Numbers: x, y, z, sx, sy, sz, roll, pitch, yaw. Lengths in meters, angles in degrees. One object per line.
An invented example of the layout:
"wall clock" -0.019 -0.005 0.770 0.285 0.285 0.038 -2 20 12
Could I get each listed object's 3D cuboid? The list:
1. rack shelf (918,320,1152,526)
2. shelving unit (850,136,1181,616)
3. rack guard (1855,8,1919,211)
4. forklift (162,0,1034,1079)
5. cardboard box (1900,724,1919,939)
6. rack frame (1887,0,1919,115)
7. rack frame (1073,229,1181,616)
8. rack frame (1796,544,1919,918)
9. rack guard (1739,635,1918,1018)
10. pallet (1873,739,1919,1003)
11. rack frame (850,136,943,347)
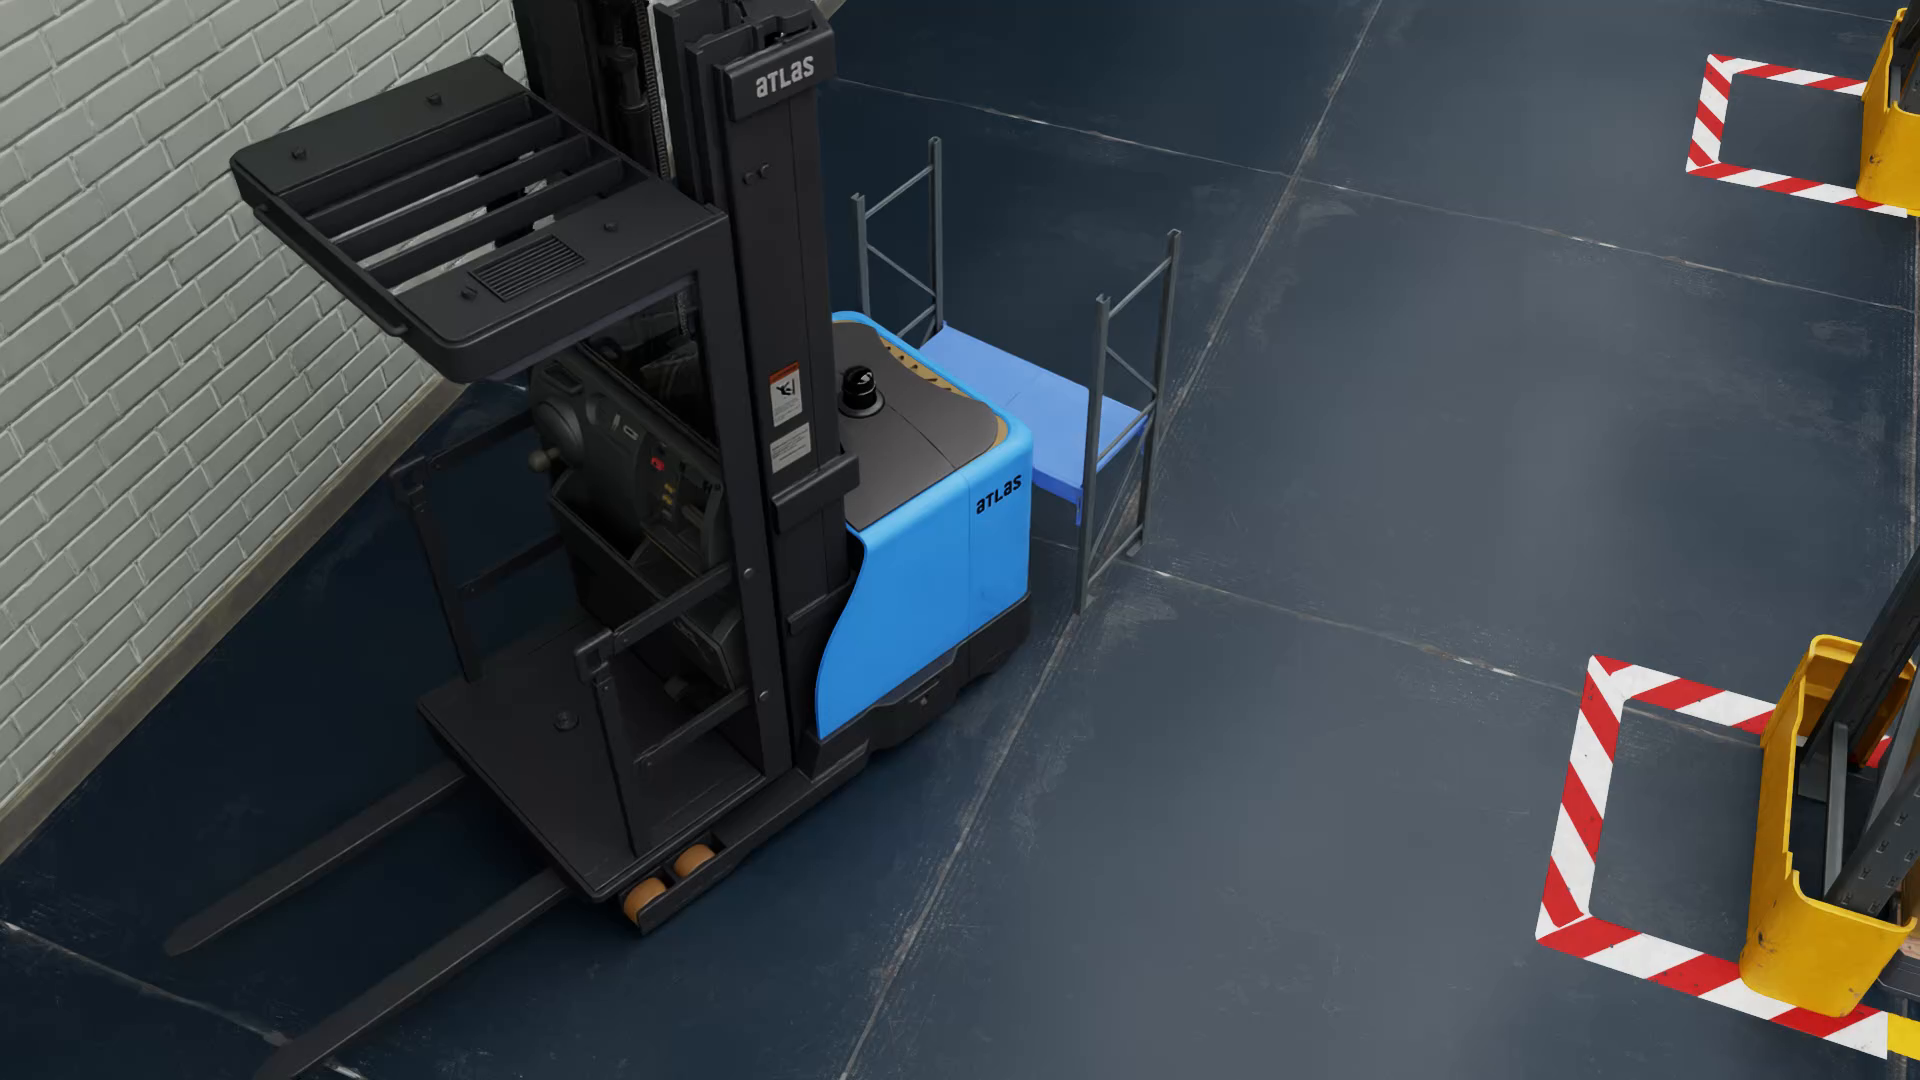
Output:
"rack shelf" 0.186 -0.468 6.412 1.000 0.185 0.538 27 51 24
"shelving unit" 0.186 -0.596 6.285 1.048 1.500 0.538 27 51 24
"rack guard" 4.964 -2.258 8.665 0.348 0.500 1.175 16 47 16
"forklift" -1.153 -0.184 4.856 3.031 2.935 1.130 -34 54 -29
"cardboard box" 3.512 0.762 5.066 0.875 0.875 0.875 16 47 16
"rack frame" 4.894 -3.165 7.805 0.127 3.000 1.000 16 47 16
"rack frame" 0.598 -0.386 6.075 0.032 1.500 0.500 27 51 24
"rack frame" 2.891 0.036 4.587 0.127 3.000 1.000 16 47 16
"rack guard" 2.869 0.916 5.475 0.348 0.500 1.175 16 47 16
"pallet" 3.659 1.191 5.404 1.213 0.211 1.003 16 47 16
"rack frame" -0.227 -0.805 6.496 0.032 1.500 0.500 27 51 24
